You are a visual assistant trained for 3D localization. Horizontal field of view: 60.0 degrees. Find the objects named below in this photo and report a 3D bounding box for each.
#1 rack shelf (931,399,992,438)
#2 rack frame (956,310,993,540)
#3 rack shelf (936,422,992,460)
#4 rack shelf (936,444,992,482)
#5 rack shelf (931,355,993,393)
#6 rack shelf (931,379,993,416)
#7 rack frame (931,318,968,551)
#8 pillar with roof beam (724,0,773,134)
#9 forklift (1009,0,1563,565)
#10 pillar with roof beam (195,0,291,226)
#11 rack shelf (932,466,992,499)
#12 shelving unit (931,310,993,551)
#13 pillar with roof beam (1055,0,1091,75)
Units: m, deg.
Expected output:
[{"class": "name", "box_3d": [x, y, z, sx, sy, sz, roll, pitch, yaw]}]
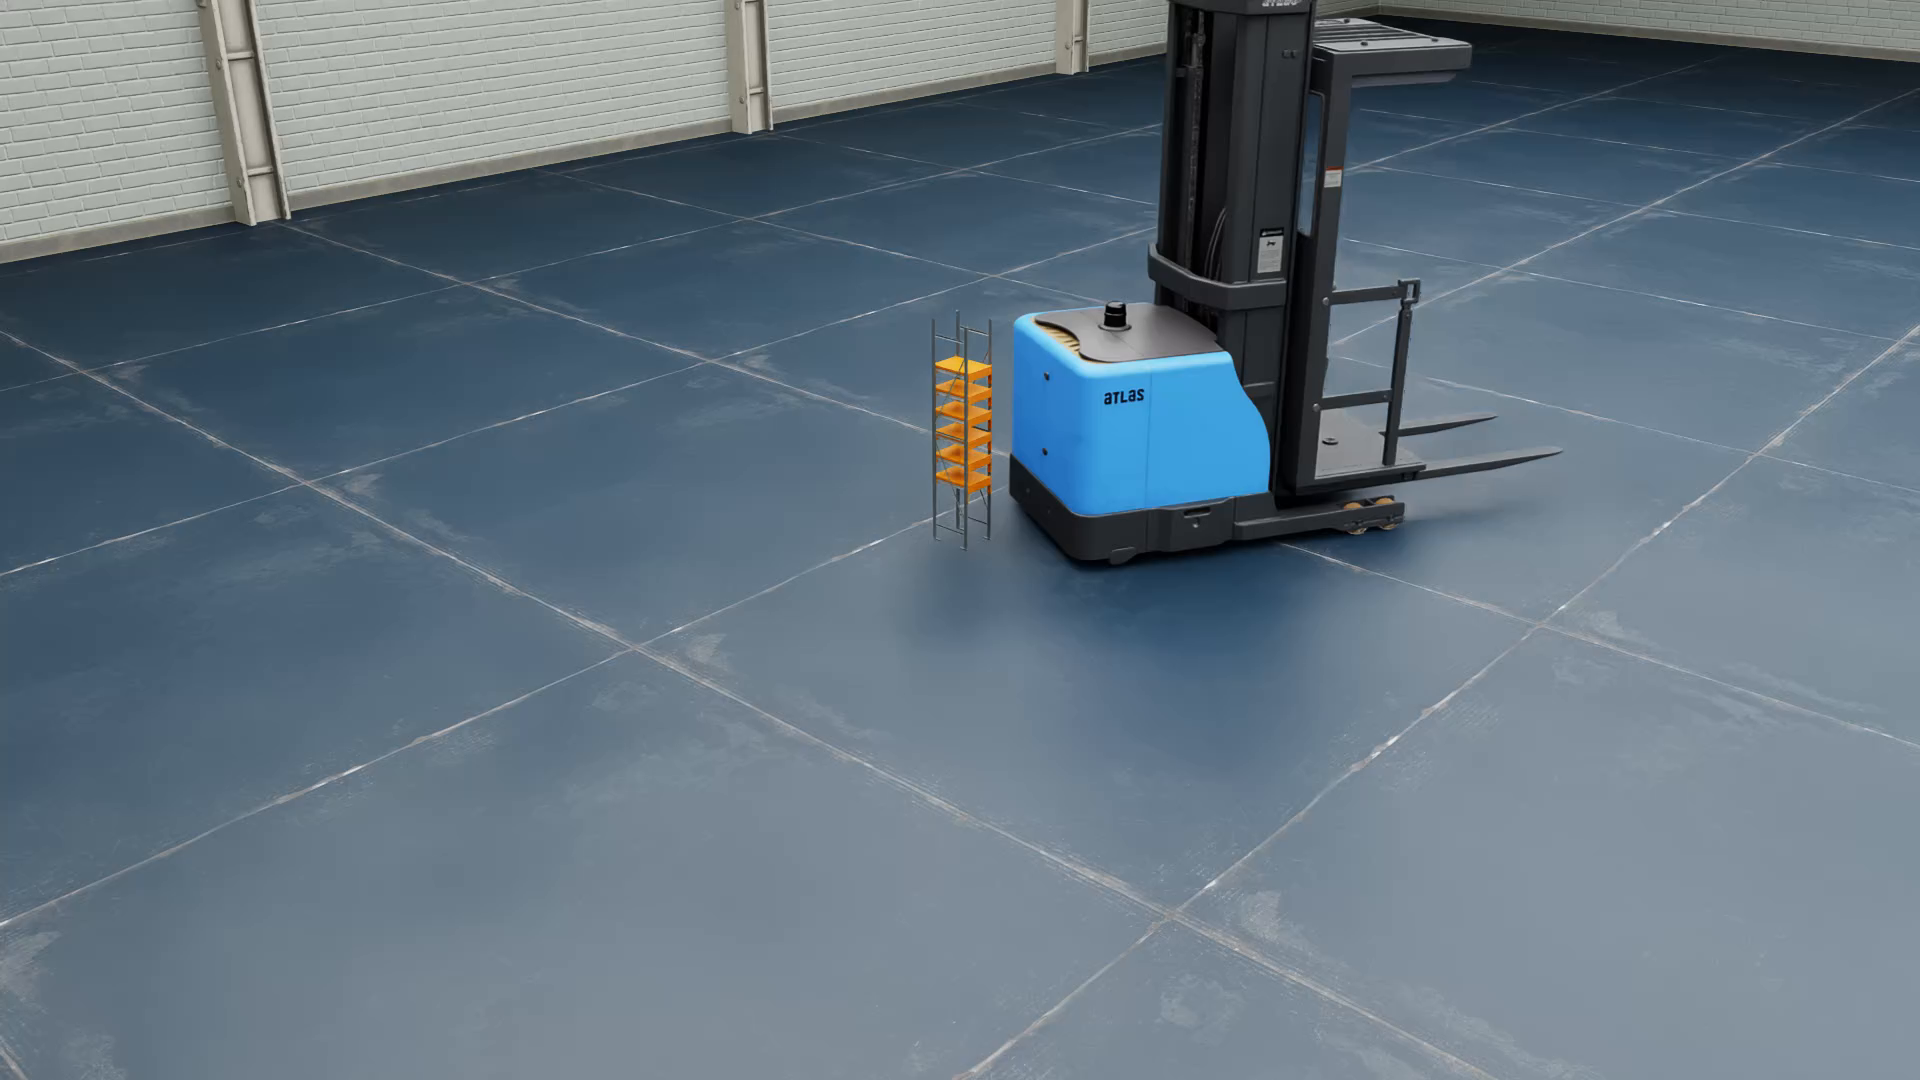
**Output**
[{"class": "rack shelf", "box_3d": [0.010, -0.621, 8.483, 0.258, 0.103, 0.180, 20, 31, 38]}, {"class": "rack frame", "box_3d": [0.071, -0.580, 8.577, 0.240, 1.200, 0.006, 20, 31, 38]}, {"class": "rack shelf", "box_3d": [0.010, -0.511, 8.533, 0.258, 0.103, 0.180, 20, 31, 38]}, {"class": "rack shelf", "box_3d": [0.010, -0.402, 8.582, 0.258, 0.103, 0.180, 20, 31, 38]}, {"class": "rack shelf", "box_3d": [0.010, -0.840, 8.385, 0.258, 0.103, 0.180, 20, 31, 38]}, {"class": "rack shelf", "box_3d": [0.010, -0.730, 8.434, 0.258, 0.103, 0.180, 20, 31, 38]}, {"class": "rack frame", "box_3d": [-0.051, -0.524, 8.452, 0.240, 1.200, 0.006, 20, 31, 38]}, {"class": "pillar with roof beam", "box_3d": [0.778, -7.719, 14.967, 9.100, 9.000, 0.400, 20, 31, 38]}, {"class": "forklift", "box_3d": [1.844, -1.561, 8.648, 3.031, 2.935, 1.130, -8, 25, -17]}, {"class": "pillar with roof beam", "box_3d": [-3.227, -5.891, 10.890, 9.100, 9.000, 0.400, 20, 31, 38]}, {"class": "rack shelf", "box_3d": [0.010, -0.292, 8.631, 0.258, 0.103, 0.180, 20, 31, 38]}, {"class": "shelving unit", "box_3d": [0.010, -0.552, 8.514, 0.258, 1.200, 0.189, 20, 31, 38]}, {"class": "pillar with roof beam", "box_3d": [4.782, -9.547, 19.044, 9.100, 9.000, 0.400, 20, 31, 38]}]
